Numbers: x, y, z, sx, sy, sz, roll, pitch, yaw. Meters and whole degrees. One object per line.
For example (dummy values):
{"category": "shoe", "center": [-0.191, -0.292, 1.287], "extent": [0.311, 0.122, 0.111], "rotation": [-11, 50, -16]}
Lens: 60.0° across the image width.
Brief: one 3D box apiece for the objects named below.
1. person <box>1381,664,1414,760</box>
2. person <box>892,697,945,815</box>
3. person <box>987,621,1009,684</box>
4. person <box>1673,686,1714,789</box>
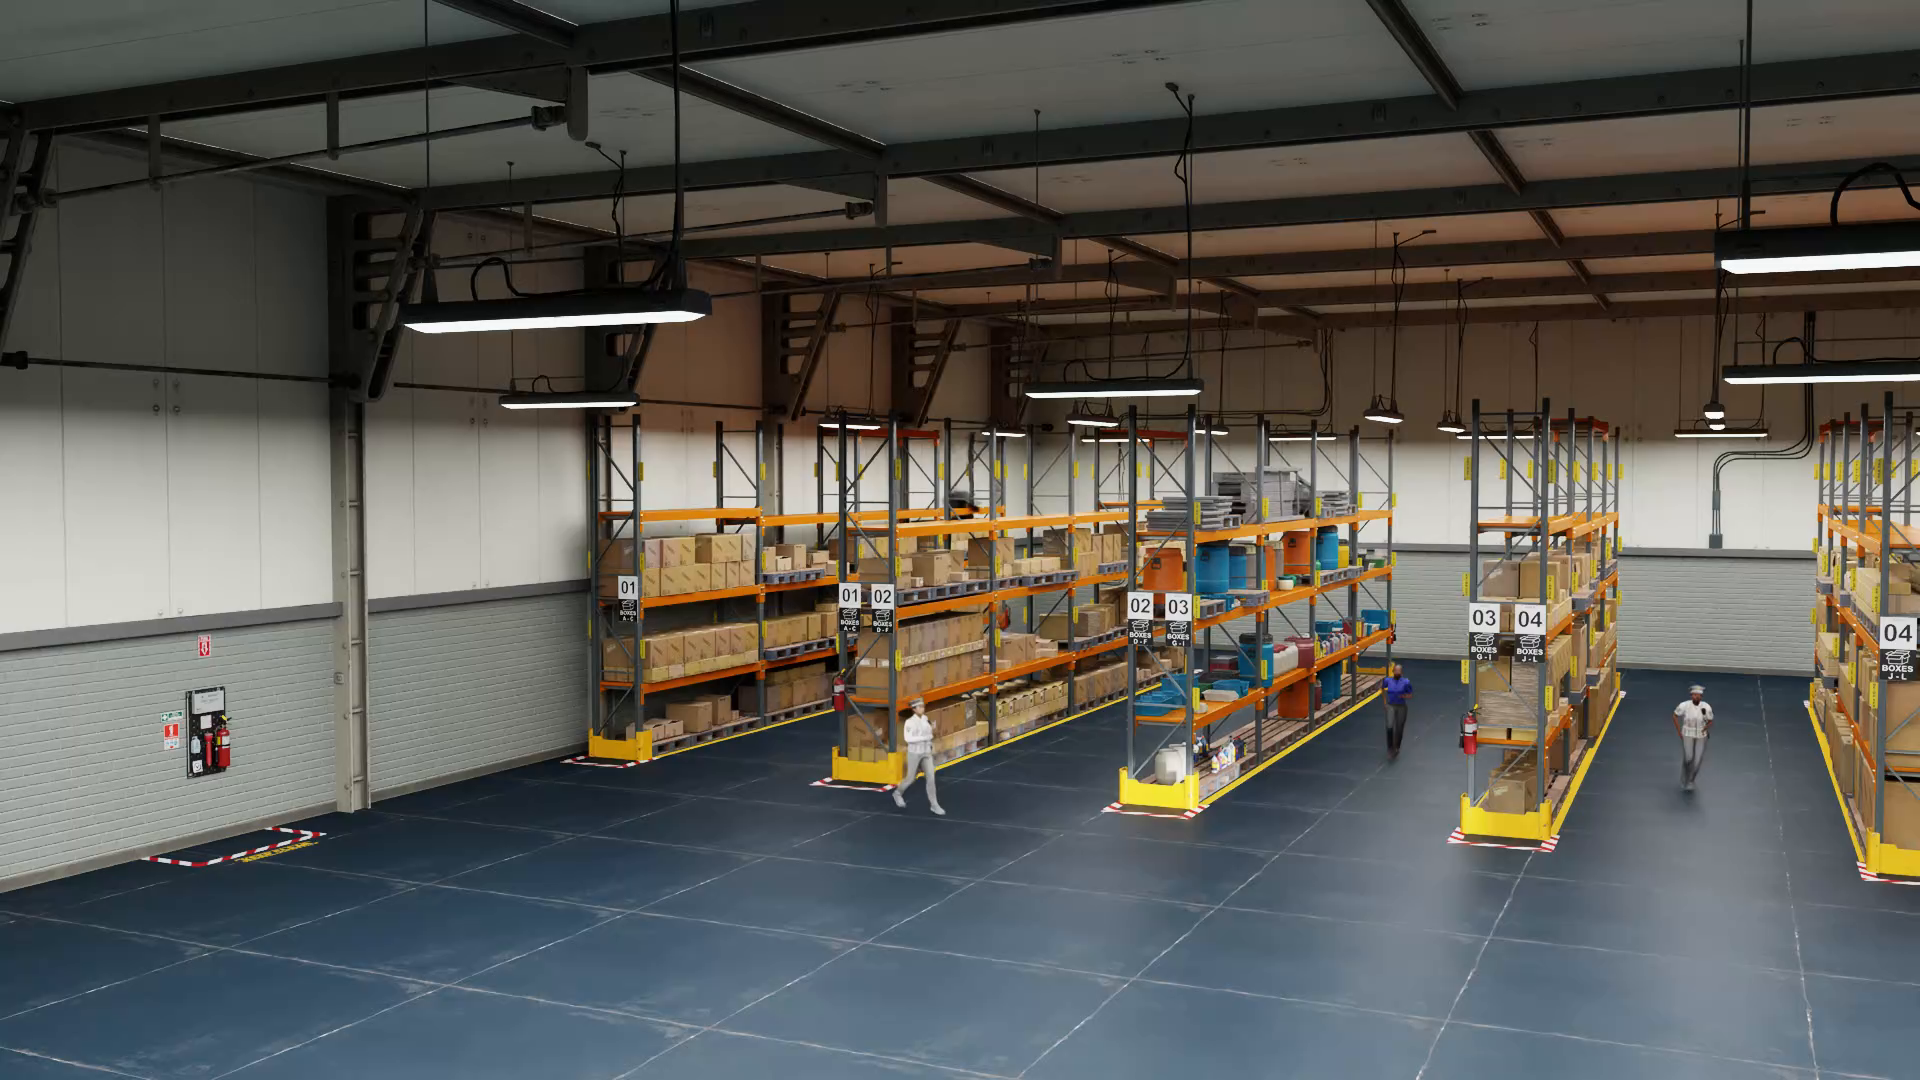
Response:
{"category": "person", "center": [7.638, 2.996, 29.063], "extent": [0.559, 1.671, 0.755], "rotation": [1, 2, 14]}
{"category": "person", "center": [-0.596, 3.130, 24.304], "extent": [0.616, 1.675, 0.940], "rotation": [-2, 3, -43]}
{"category": "person", "center": [0.827, 2.610, 36.859], "extent": [0.613, 1.636, 0.726], "rotation": [1, 3, 23]}
{"category": "person", "center": [11.517, 3.095, 26.079], "extent": [0.576, 1.654, 0.603], "rotation": [1, 2, 14]}
